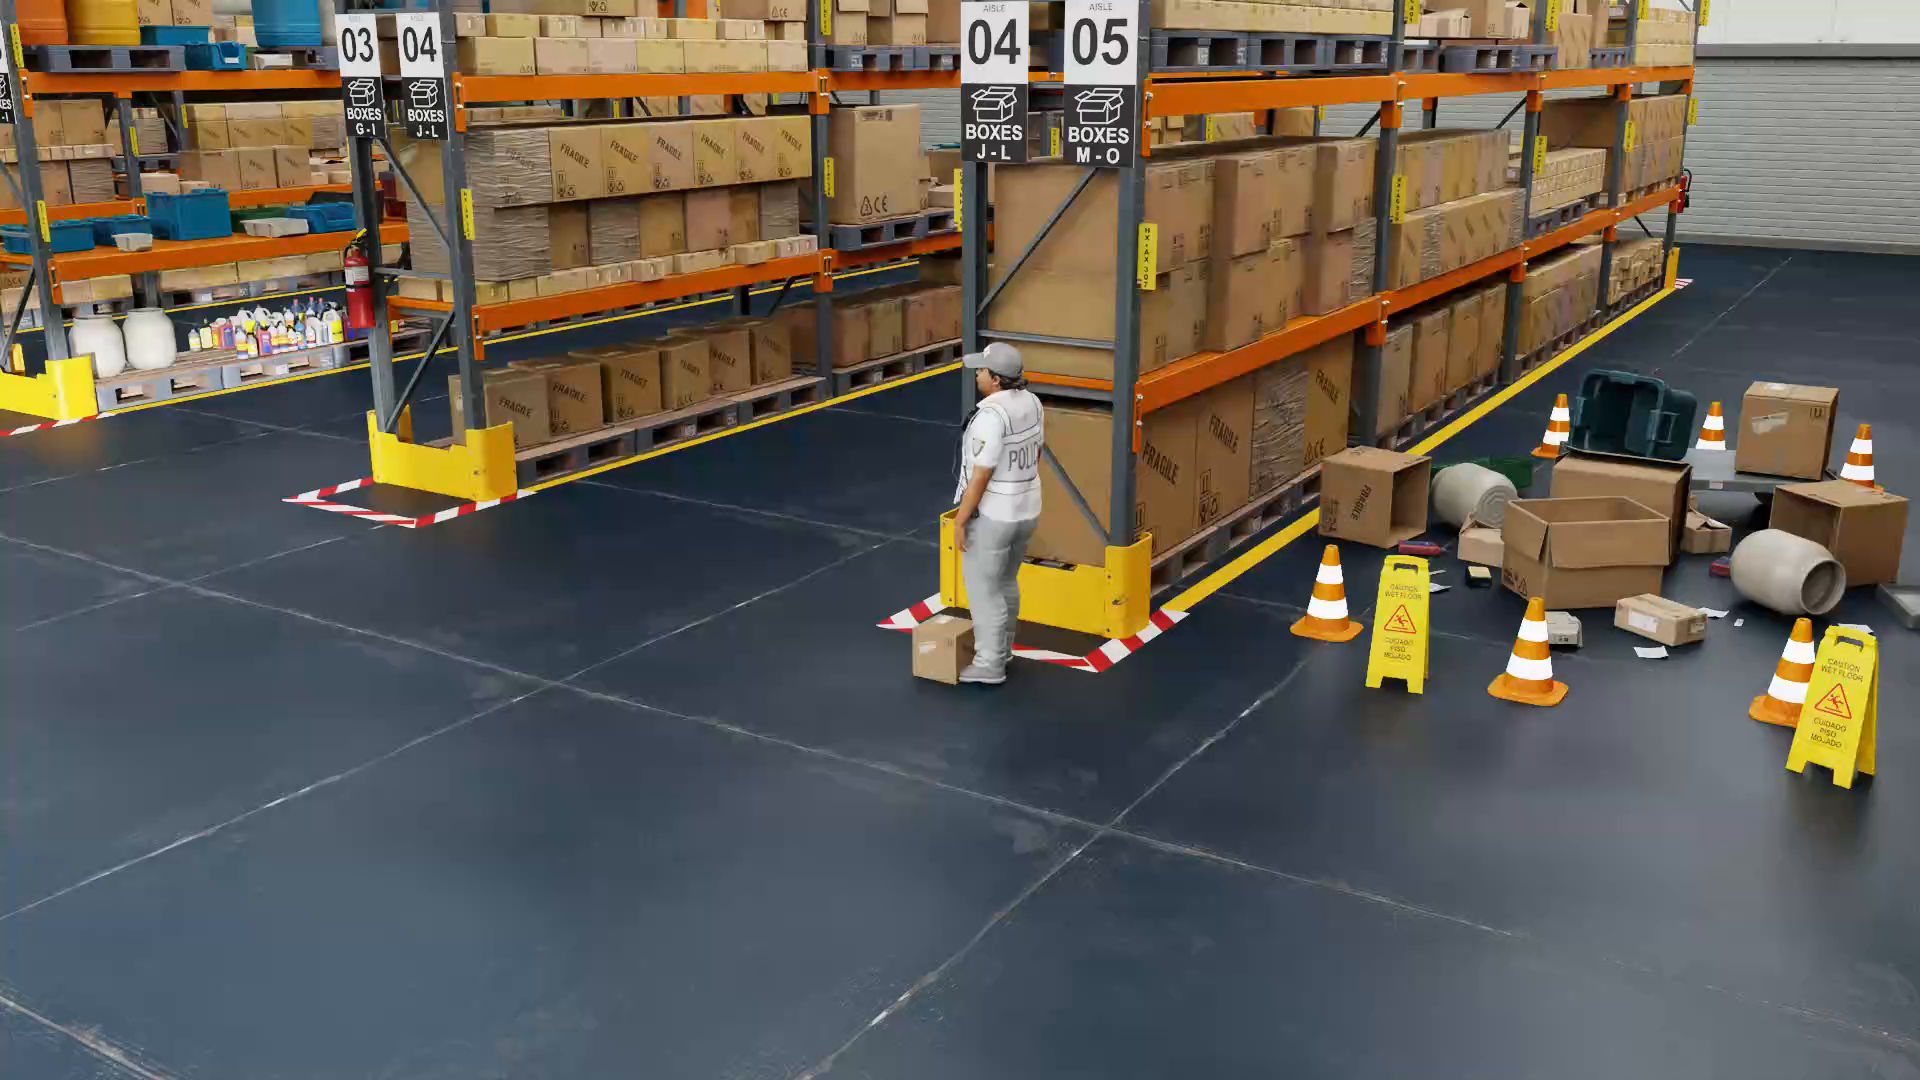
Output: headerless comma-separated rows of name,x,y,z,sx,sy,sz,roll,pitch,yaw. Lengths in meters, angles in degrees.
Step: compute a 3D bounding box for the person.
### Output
person,0.118,-0.133,7.943,0.529,1.671,0.599,10,19,31
